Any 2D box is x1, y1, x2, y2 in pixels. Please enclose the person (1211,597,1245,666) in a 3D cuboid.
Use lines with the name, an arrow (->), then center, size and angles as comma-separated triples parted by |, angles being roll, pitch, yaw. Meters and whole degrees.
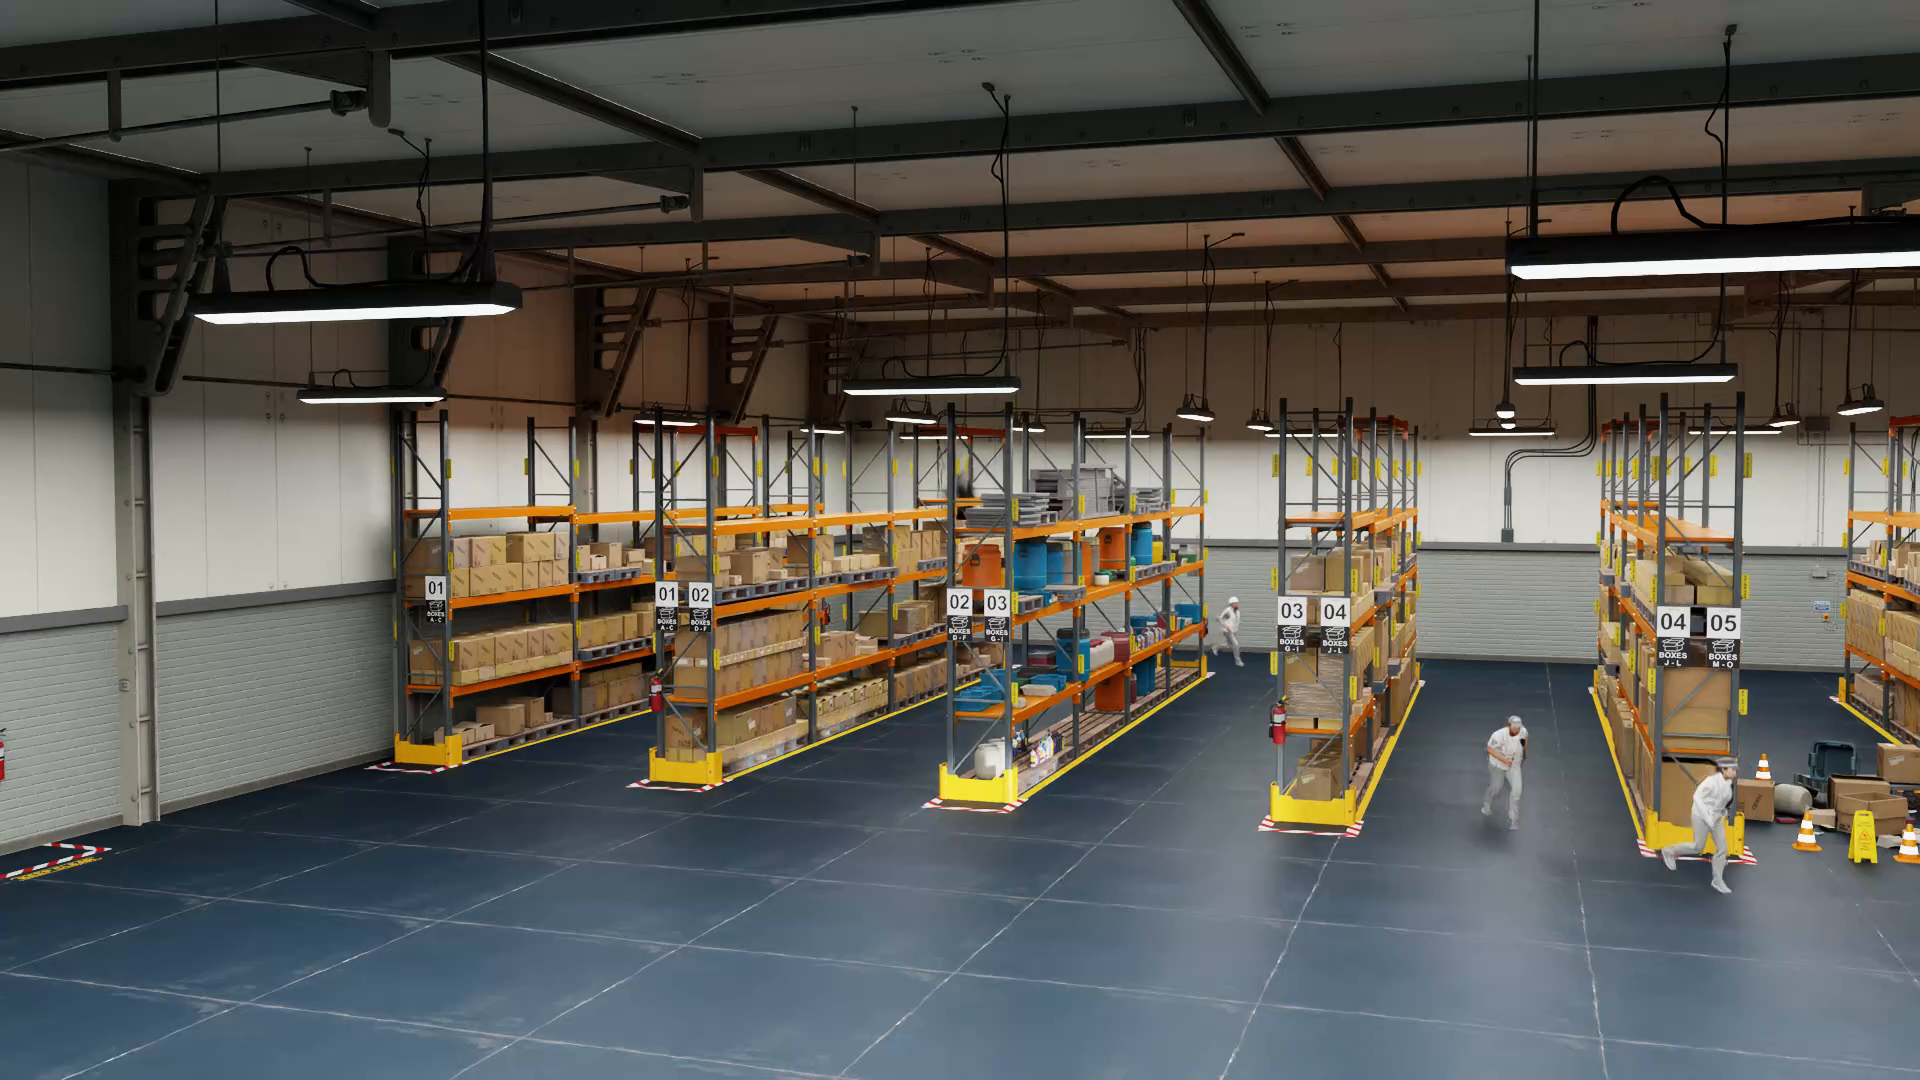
person -> 6.844, 2.329, 42.485 | 1.010, 1.769, 0.660 | 2, 3, 41

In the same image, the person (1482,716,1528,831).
person -> 7.665, 3.234, 23.422 | 0.648, 1.627, 1.037 | 0, 2, -9

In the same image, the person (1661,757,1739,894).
person -> 8.896, 3.352, 19.983 | 0.635, 1.604, 0.924 | -2, 3, -40
